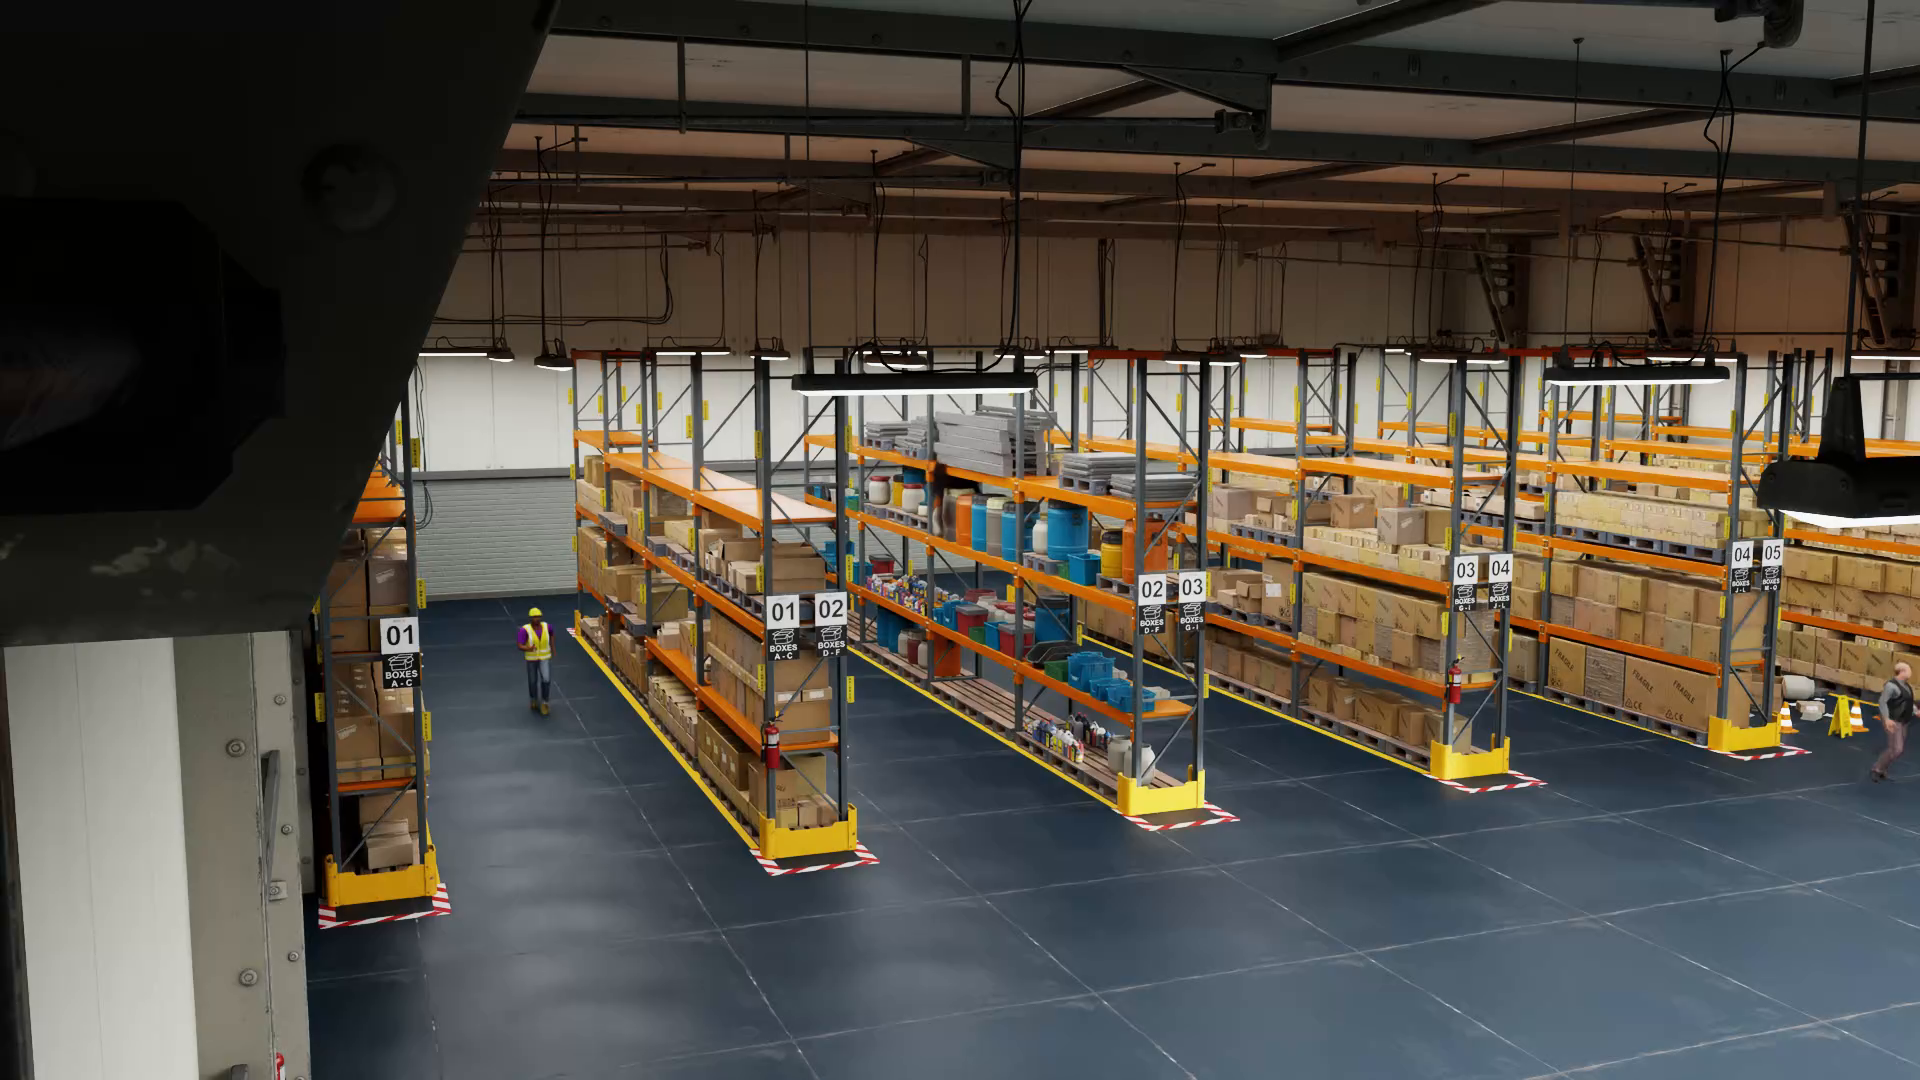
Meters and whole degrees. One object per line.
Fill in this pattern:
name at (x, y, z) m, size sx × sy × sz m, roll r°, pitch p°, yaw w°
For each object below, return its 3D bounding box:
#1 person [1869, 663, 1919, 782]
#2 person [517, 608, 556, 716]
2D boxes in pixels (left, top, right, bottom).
person at (13.217, 2.593, 23.450) m, size 0.785 × 1.715 × 0.603 m, roll -6°, pitch 10°, yaw -42°
person at (-7.038, 2.022, 27.711) m, size 0.655 × 1.811 × 0.832 m, roll -3°, pitch 8°, yaw -20°
